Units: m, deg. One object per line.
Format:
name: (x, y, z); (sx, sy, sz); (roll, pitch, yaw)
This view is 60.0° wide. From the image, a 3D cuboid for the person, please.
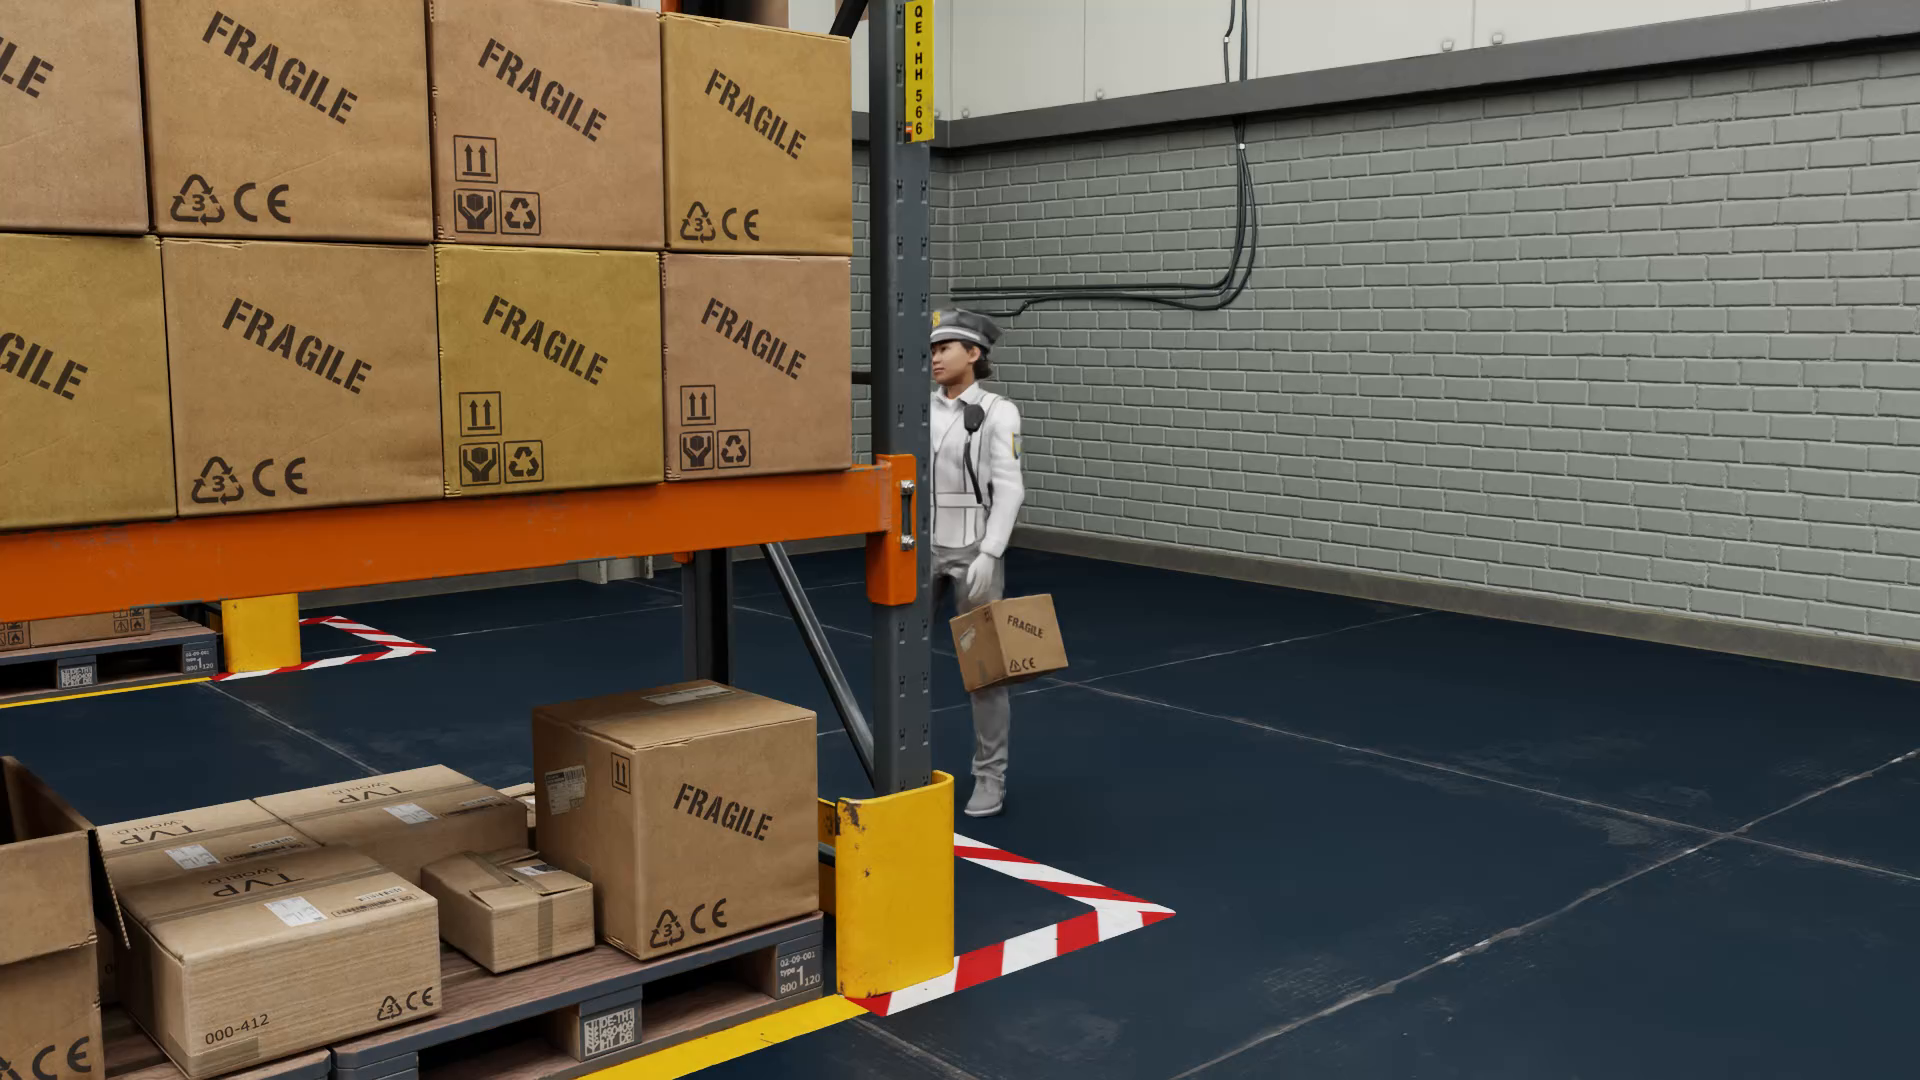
person: (-0.033, 0.068, 5.649); (0.498, 1.699, 0.521); (4, 8, 26)
